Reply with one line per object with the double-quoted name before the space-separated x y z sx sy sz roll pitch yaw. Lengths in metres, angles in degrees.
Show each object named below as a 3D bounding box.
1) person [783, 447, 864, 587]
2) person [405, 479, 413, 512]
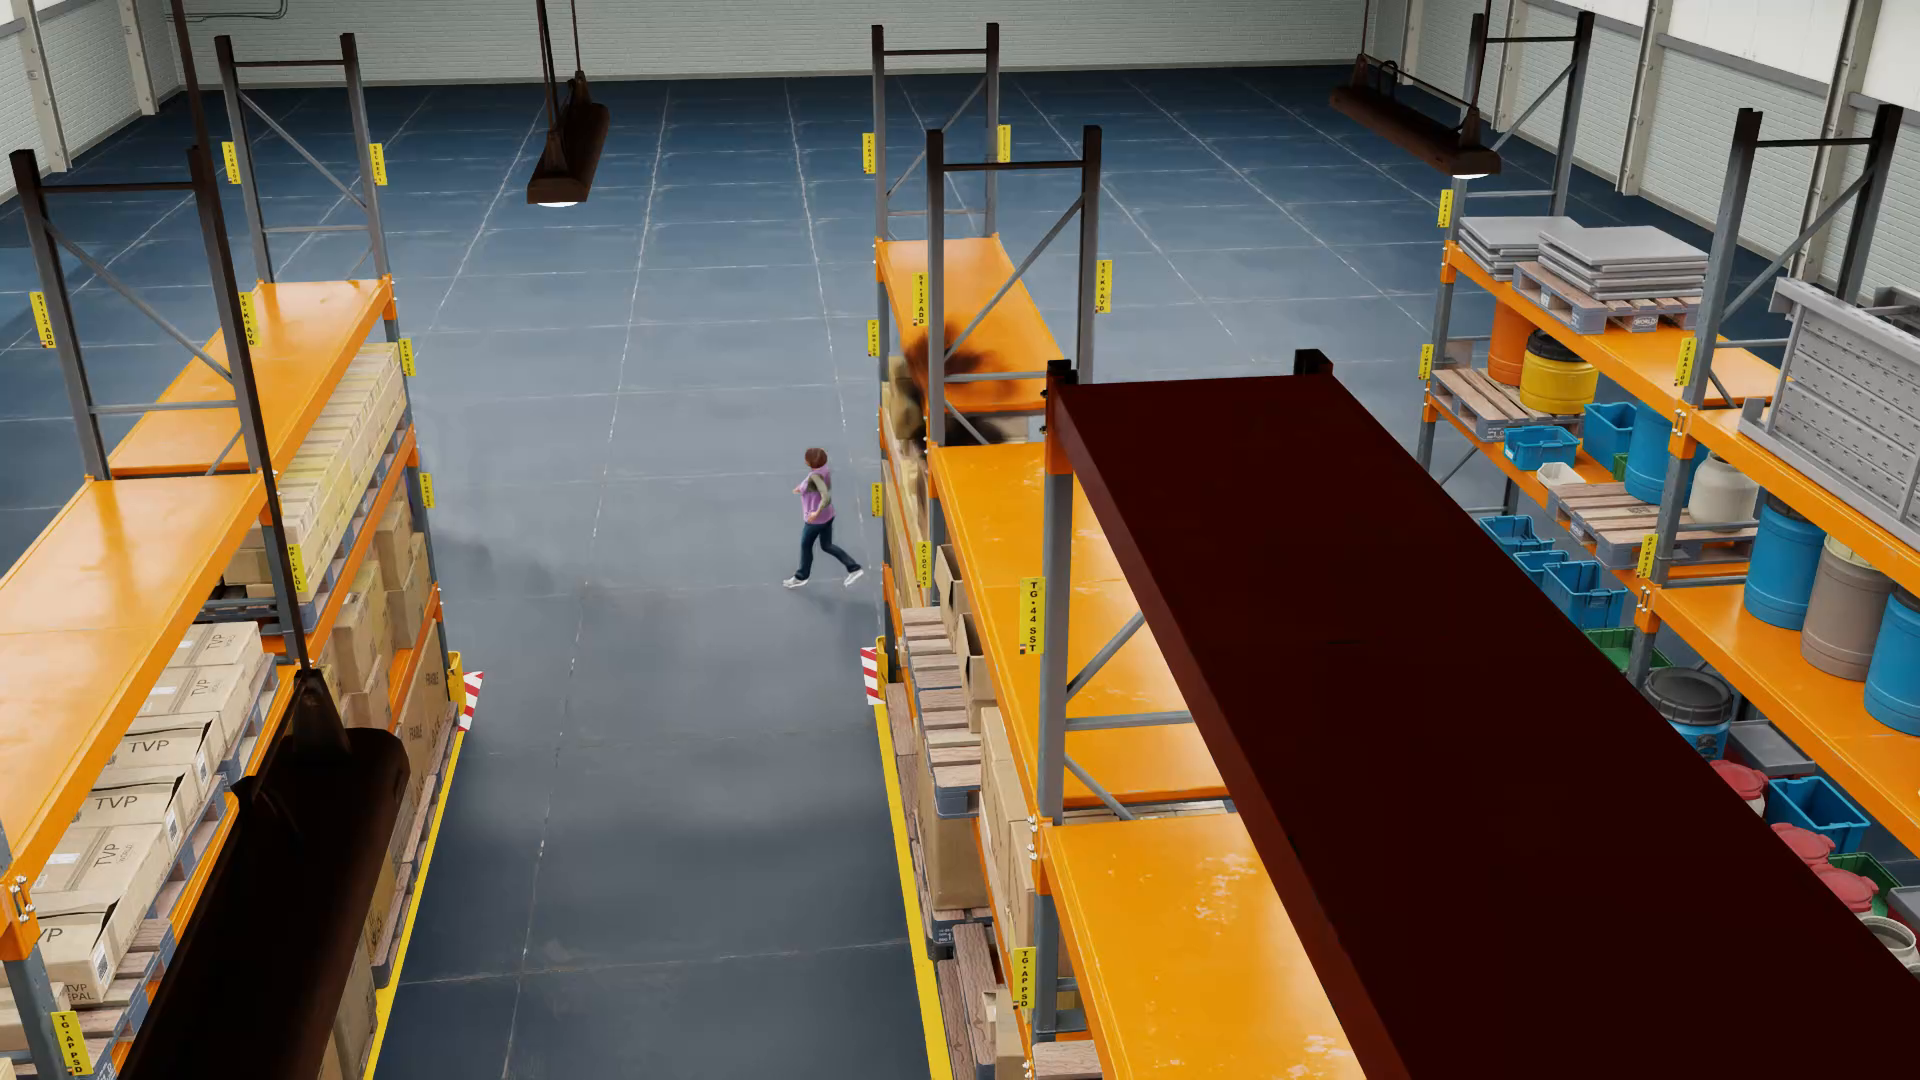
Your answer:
"person" -1.420 -0.203 17.062 0.890 1.582 0.544 9 27 18
"person" -6.520 -0.990 18.745 0.912 1.693 0.620 17 30 31
